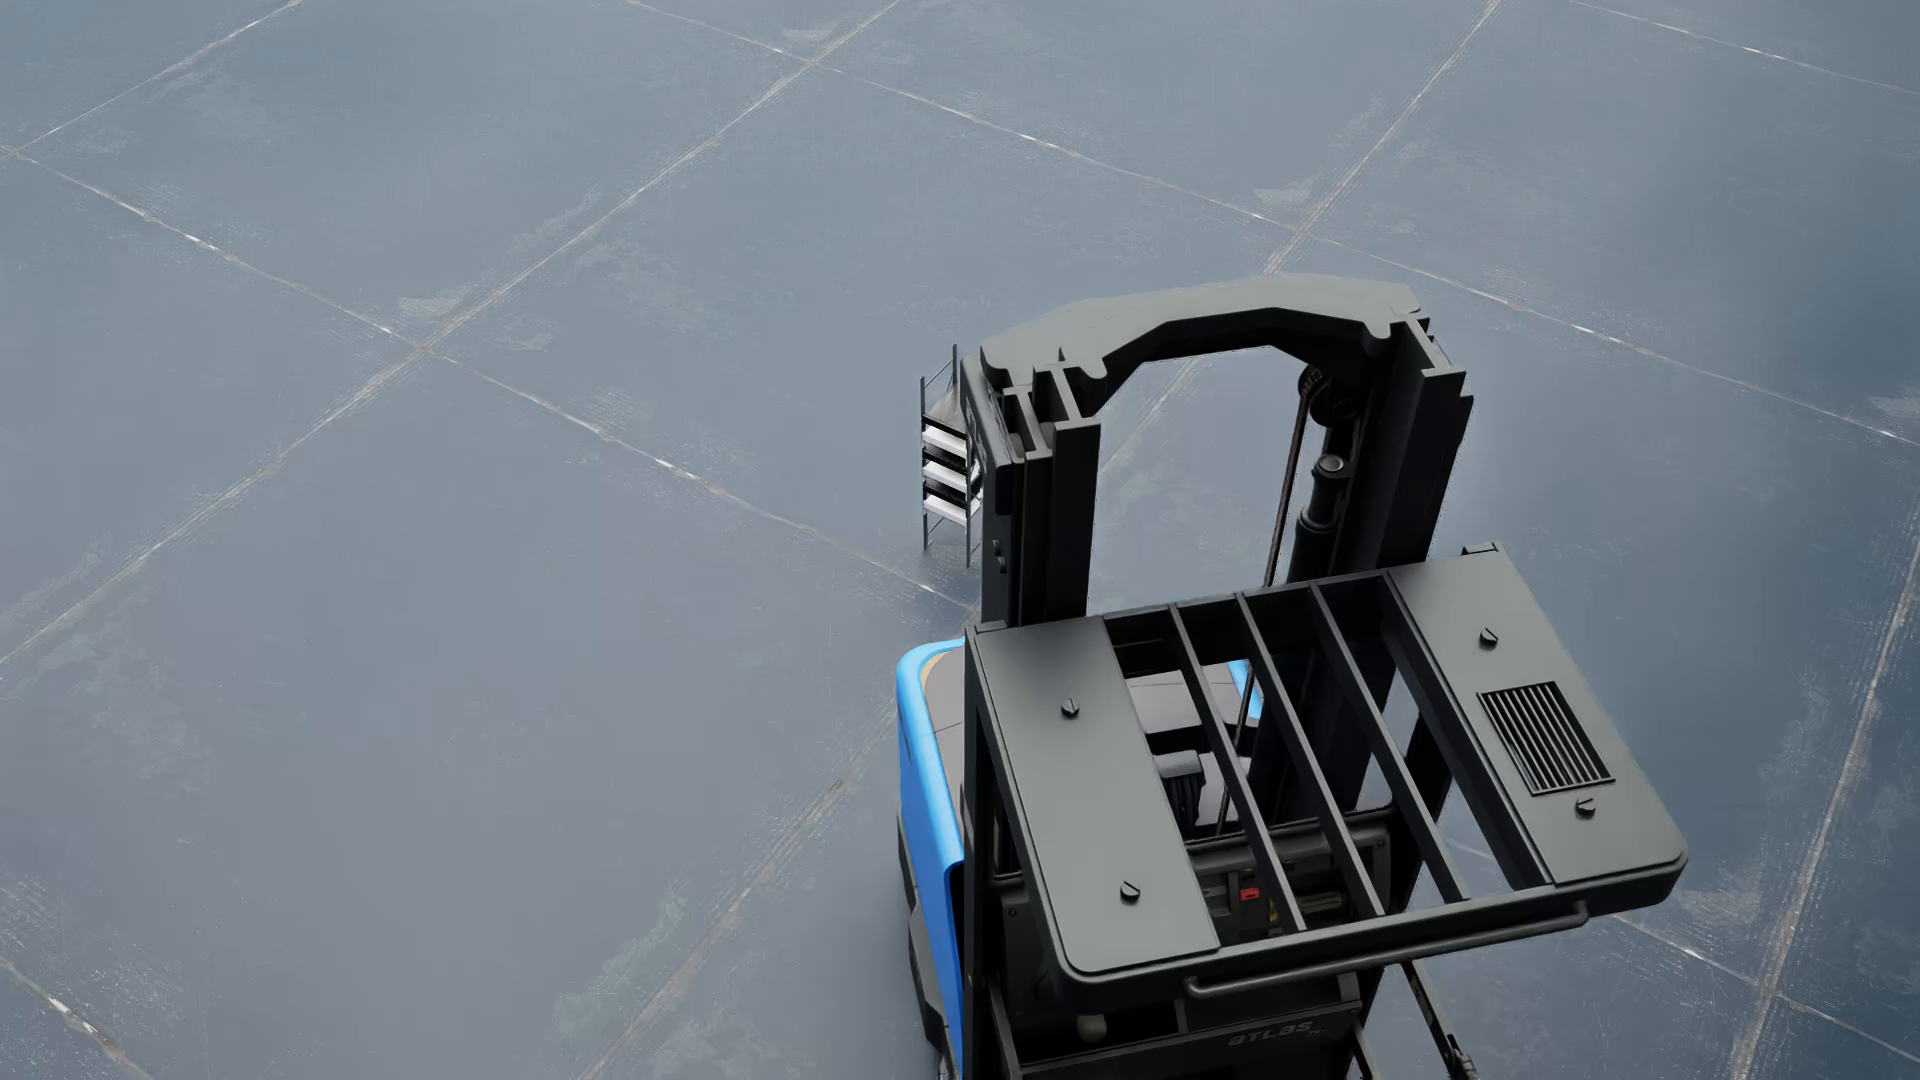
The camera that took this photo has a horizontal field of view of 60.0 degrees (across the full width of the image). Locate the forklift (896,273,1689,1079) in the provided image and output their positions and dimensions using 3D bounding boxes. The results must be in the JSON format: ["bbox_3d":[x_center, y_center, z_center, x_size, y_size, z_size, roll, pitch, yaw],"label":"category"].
[{"bbox_3d":[0.602,1.011,3.724,1.130,2.935,3.031,-9,46,-8],"label":"forklift"}]

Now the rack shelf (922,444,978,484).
[{"bbox_3d":[0.007,-0.350,6.384,0.200,0.077,0.258,25,51,22],"label":"rack shelf"}]

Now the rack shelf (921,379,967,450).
[{"bbox_3d":[0.007,-0.475,6.254,0.200,0.077,0.258,25,51,22],"label":"rack shelf"}]

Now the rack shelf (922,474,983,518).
[{"bbox_3d":[0.007,-0.225,6.513,0.200,0.077,0.258,25,51,22],"label":"rack shelf"}]

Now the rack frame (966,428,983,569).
[{"bbox_3d":[0.092,-0.271,6.386,0.006,0.900,0.240,25,51,22],"label":"rack frame"}]

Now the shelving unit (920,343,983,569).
[{"bbox_3d":[0.007,-0.310,6.424,0.210,0.900,0.258,25,51,22],"label":"shelving unit"}]

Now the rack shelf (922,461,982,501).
[{"bbox_3d":[0.007,-0.287,6.448,0.200,0.077,0.258,25,51,22],"label":"rack shelf"}]

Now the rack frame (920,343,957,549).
[{"bbox_3d":[-0.079,-0.350,6.462,0.006,0.900,0.240,25,51,22],"label":"rack frame"}]

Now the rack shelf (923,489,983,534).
[{"bbox_3d":[0.007,-0.162,6.577,0.200,0.077,0.258,25,51,22],"label":"rack shelf"}]

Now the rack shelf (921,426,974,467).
[{"bbox_3d":[0.007,-0.413,6.319,0.200,0.077,0.258,25,51,22],"label":"rack shelf"}]
